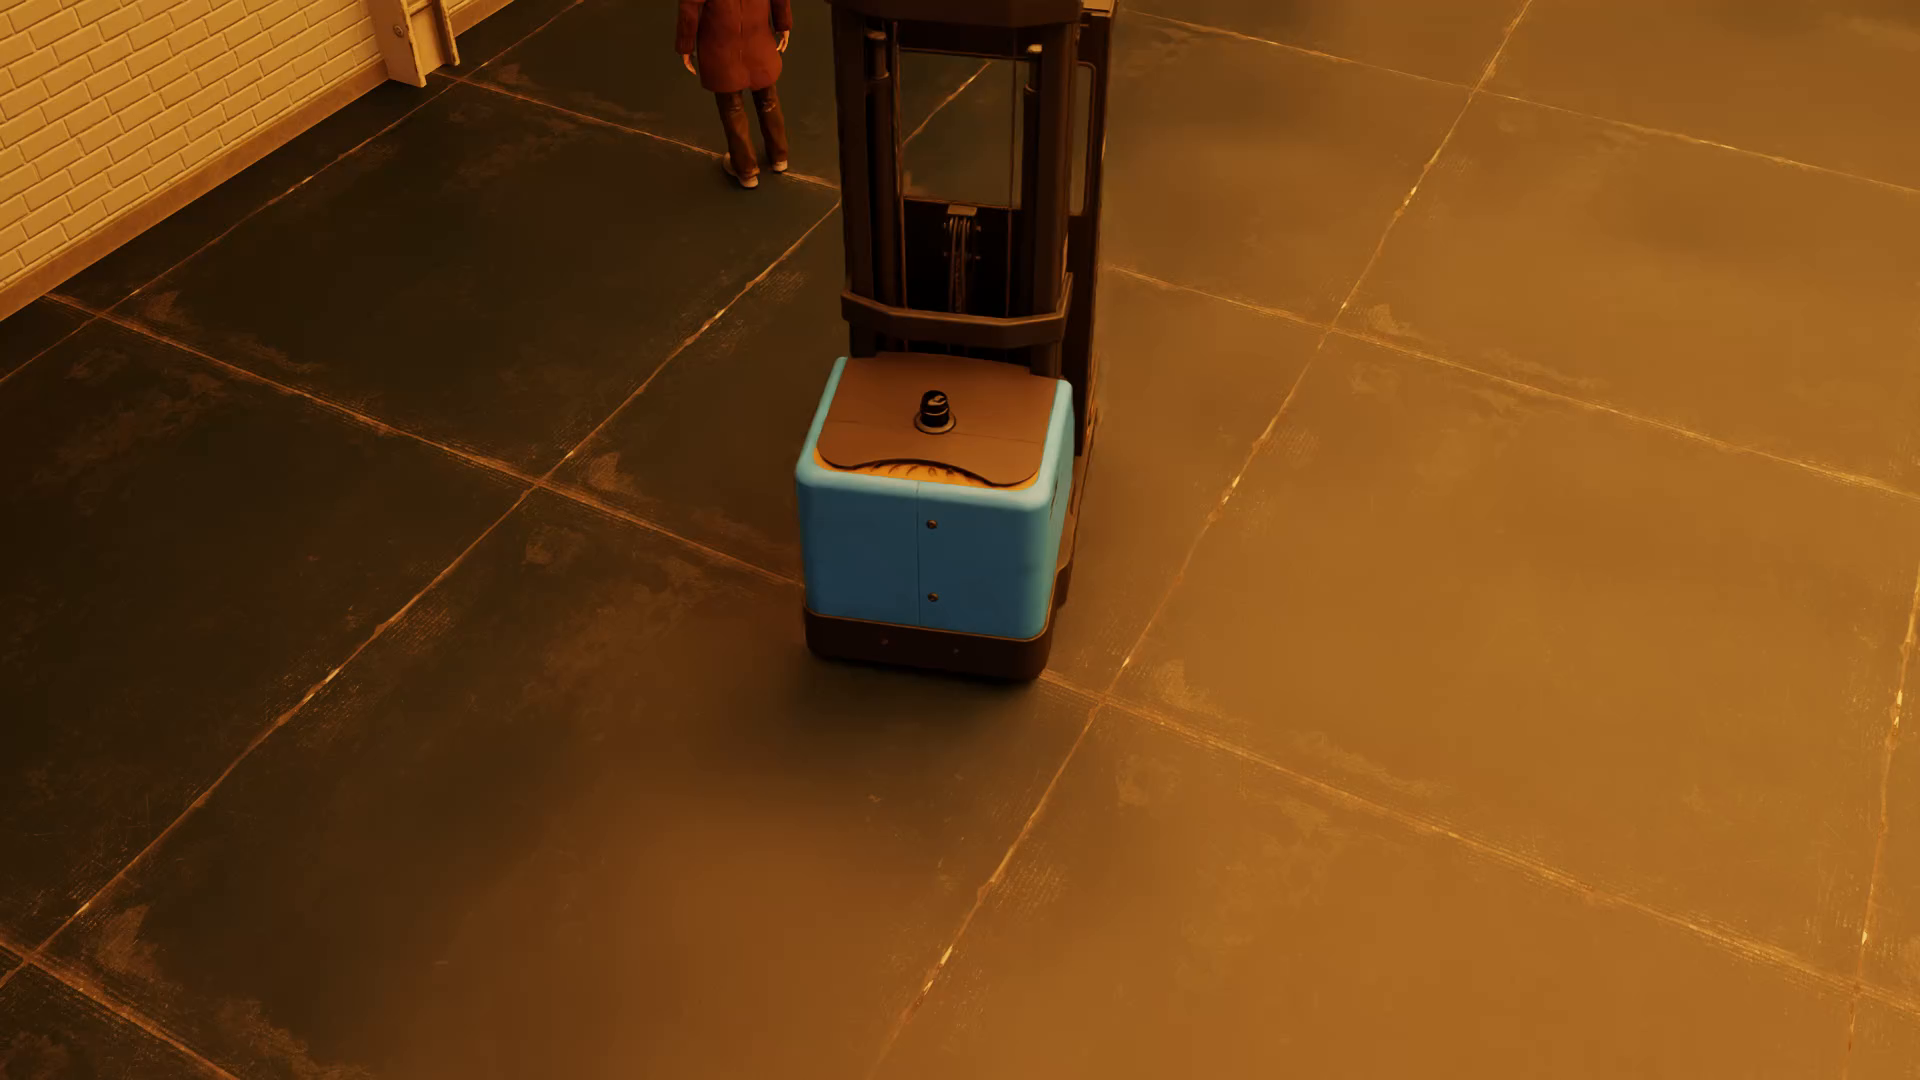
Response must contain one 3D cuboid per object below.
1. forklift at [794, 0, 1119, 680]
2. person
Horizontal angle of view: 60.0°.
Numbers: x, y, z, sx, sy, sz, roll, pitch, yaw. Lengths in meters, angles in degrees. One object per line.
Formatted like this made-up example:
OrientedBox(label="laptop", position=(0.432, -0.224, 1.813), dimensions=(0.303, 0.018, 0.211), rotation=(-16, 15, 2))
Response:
OrientedBox(label="forklift", position=(0.087, -1.493, 7.238), dimensions=(1.130, 2.935, 3.031), rotation=(7, 44, 7))
OrientedBox(label="person", position=(-1.311, -2.886, 9.547), dimensions=(0.694, 1.776, 0.582), rotation=(-14, 45, -15))
